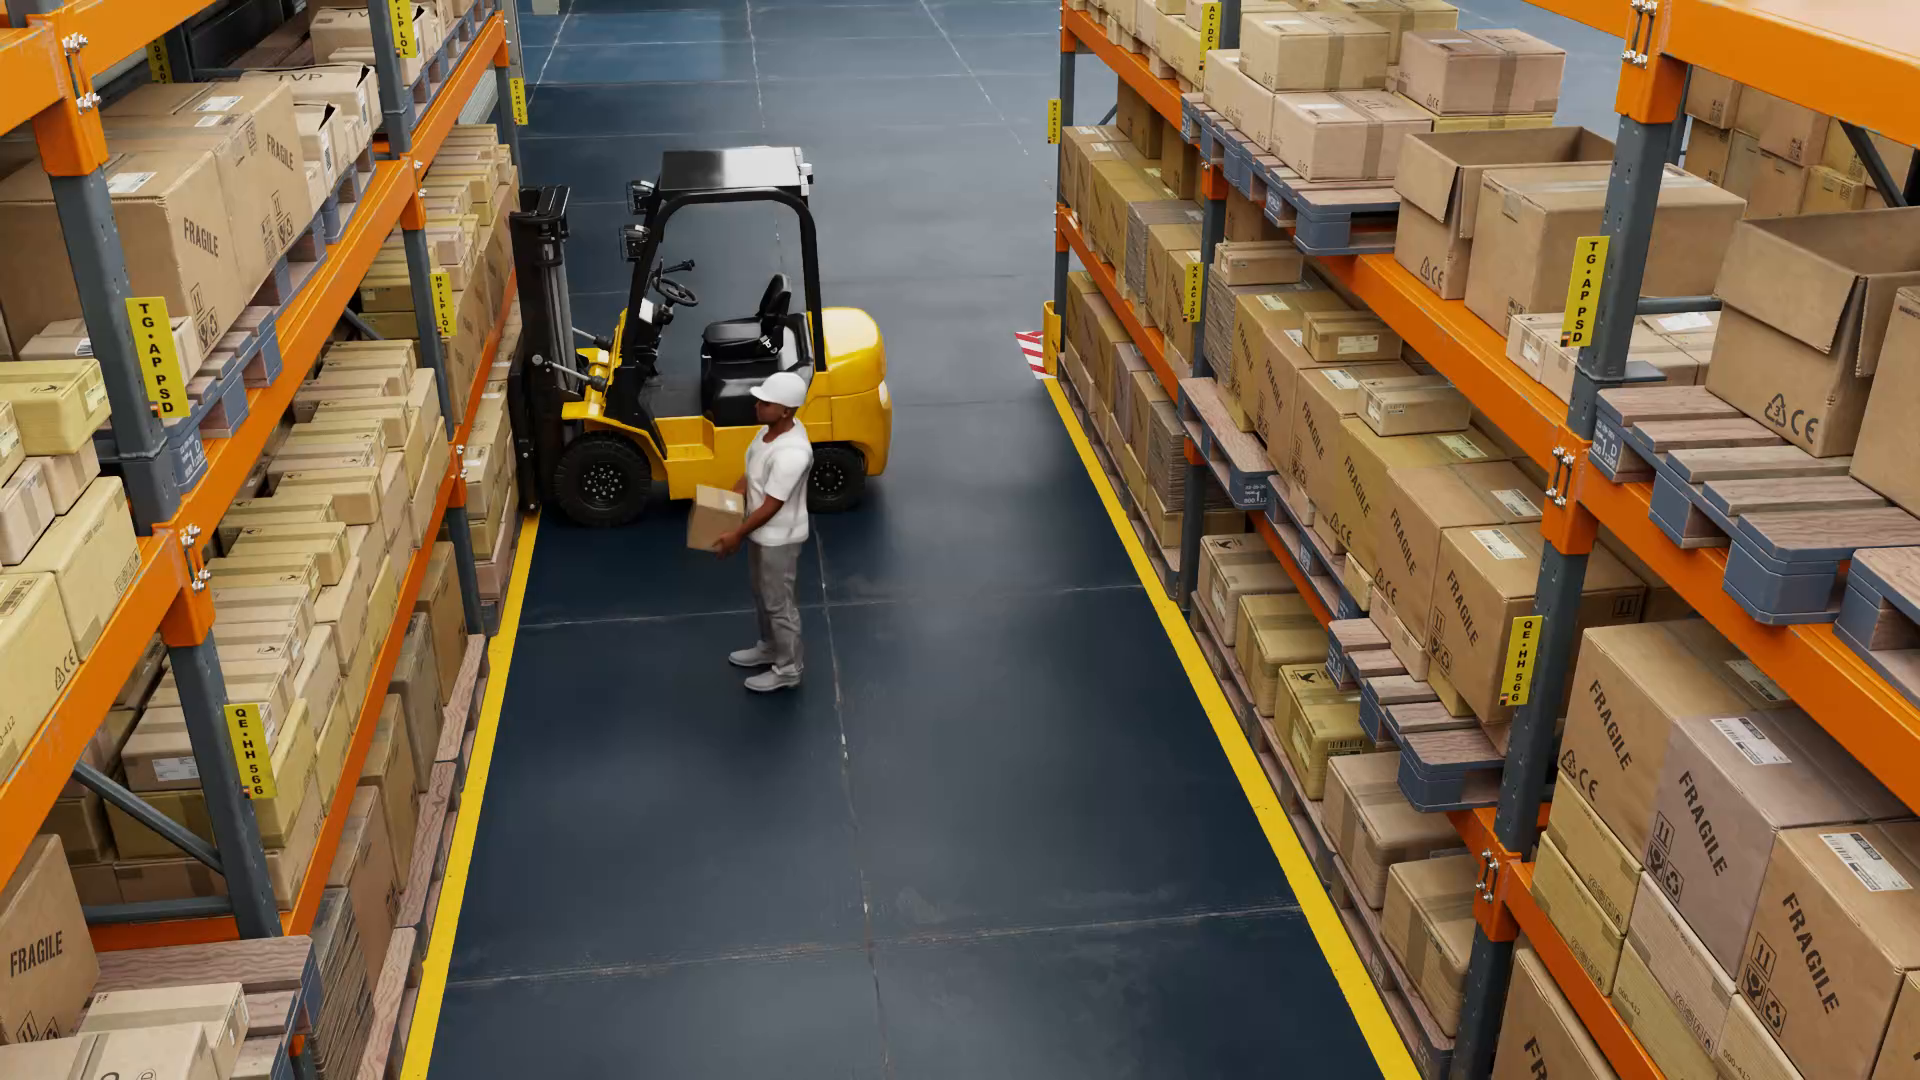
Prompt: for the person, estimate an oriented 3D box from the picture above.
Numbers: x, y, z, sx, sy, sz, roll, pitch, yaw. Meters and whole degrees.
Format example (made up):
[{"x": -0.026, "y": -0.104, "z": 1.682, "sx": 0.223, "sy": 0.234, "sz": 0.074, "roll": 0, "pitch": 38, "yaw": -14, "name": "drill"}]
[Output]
[{"x": -1.037, "y": -0.034, "z": 8.653, "sx": 0.559, "sy": 1.772, "sz": 0.542, "roll": -8, "pitch": 28, "yaw": -15, "name": "person"}]
